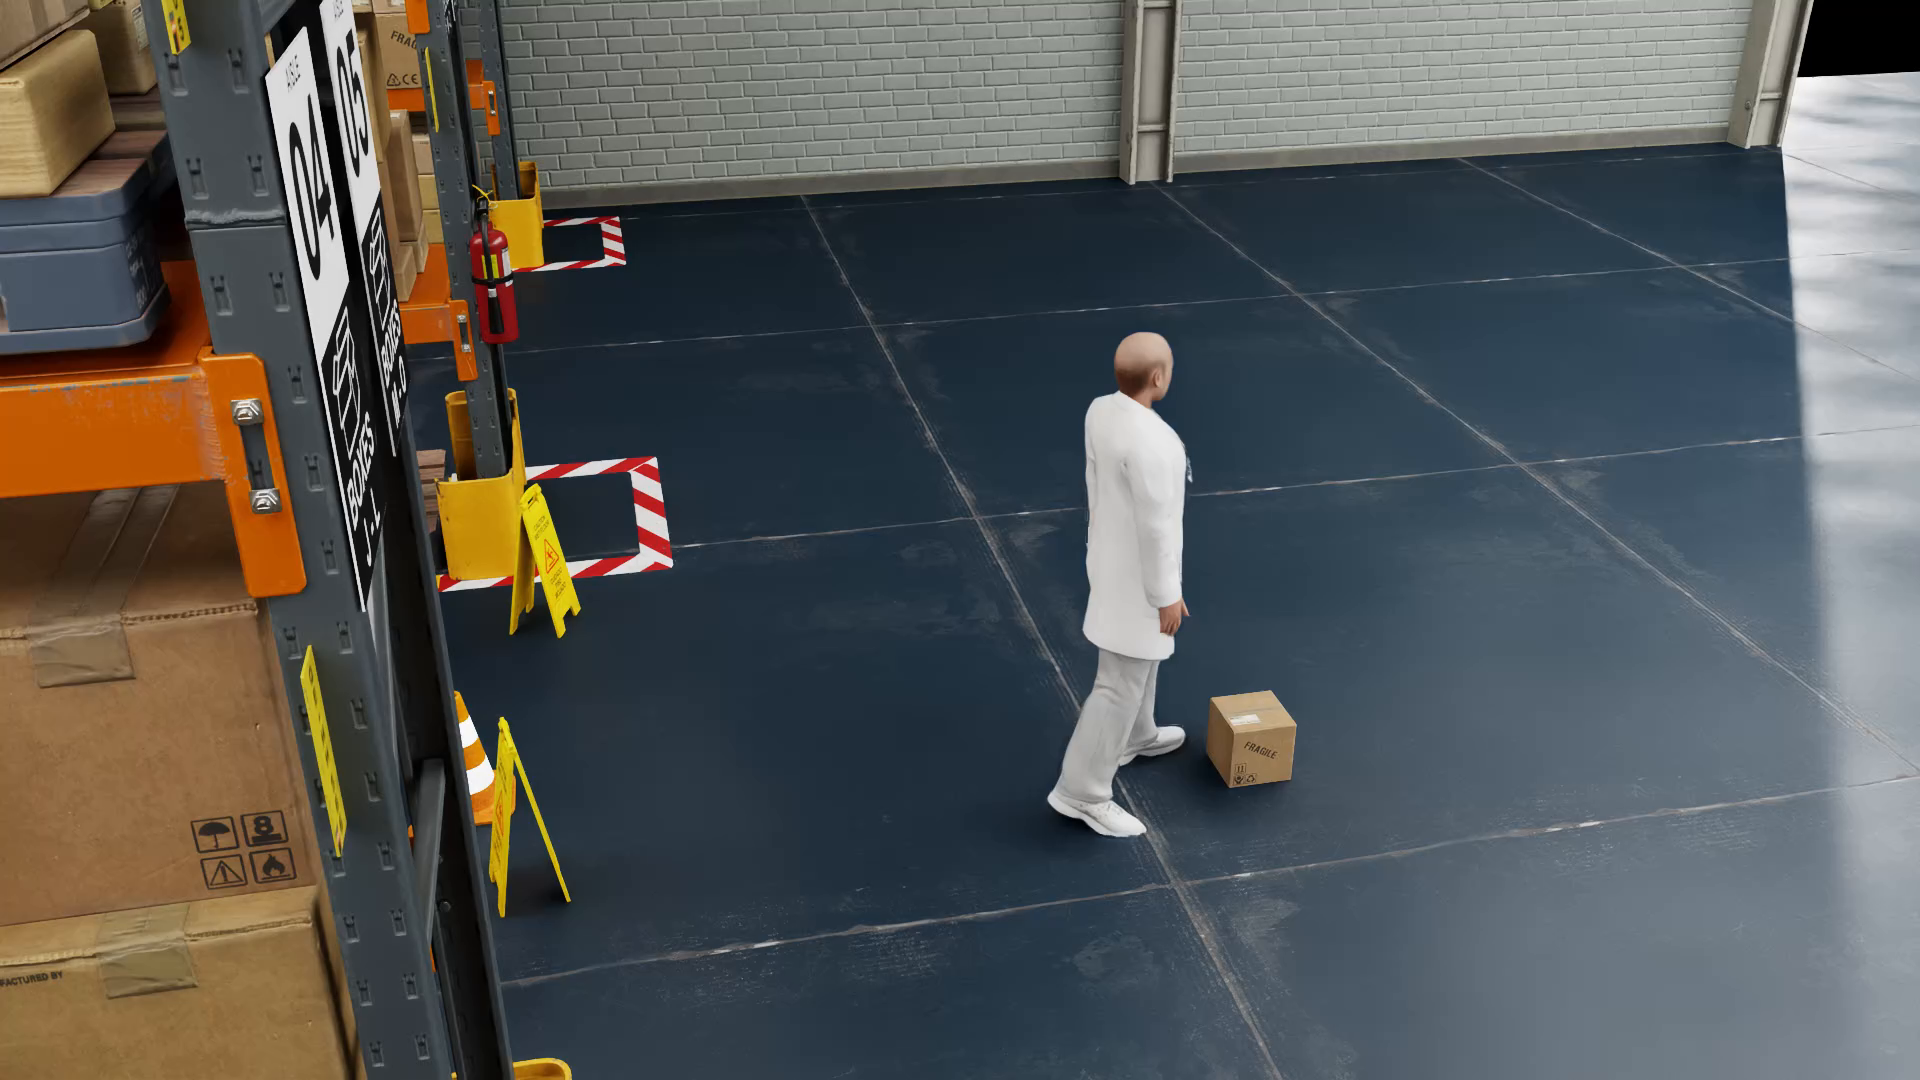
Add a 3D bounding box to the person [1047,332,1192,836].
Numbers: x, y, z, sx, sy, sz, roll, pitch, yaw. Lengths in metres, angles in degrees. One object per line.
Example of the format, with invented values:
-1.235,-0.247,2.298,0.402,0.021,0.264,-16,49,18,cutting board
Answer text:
0.607,0.142,5.888,0.664,1.802,0.648,-6,27,-12,person
